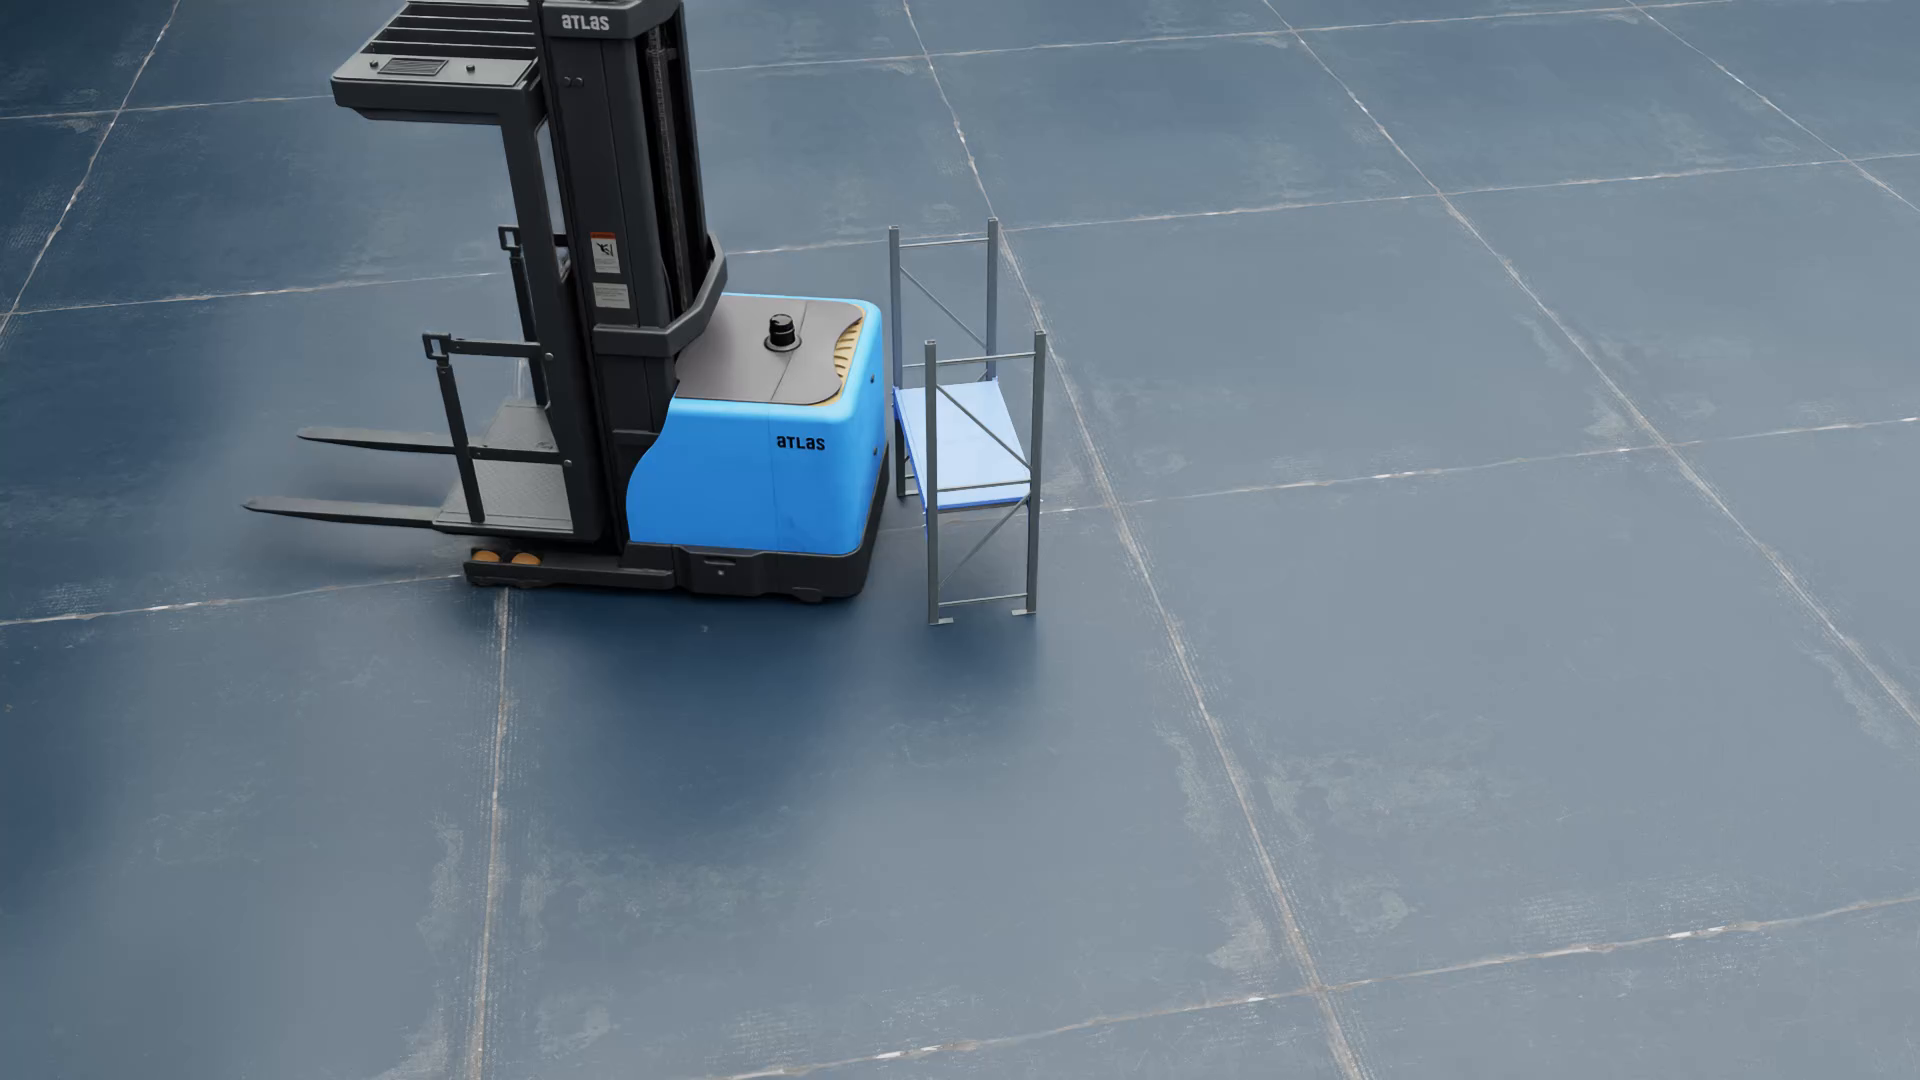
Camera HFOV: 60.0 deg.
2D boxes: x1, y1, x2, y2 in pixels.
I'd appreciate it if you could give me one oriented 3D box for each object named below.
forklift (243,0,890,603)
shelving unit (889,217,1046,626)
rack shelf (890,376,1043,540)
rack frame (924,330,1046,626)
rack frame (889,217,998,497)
[{"bbox_3d":[-1.909,-1.247,7.366,3.031,2.935,1.130,4,38,5],"label":"forklift"},{"bbox_3d":[0.015,-0.541,7.623,0.538,1.500,1.048,-6,38,-8],"label":"shelving unit"},{"bbox_3d":[0.015,-0.399,7.734,0.538,0.185,1.000,-6,38,-8],"label":"rack shelf"},{"bbox_3d":[0.104,-0.234,7.228,0.500,1.500,0.032,-6,38,-8],"label":"rack frame"},{"bbox_3d":[-0.074,-0.848,8.019,0.500,1.500,0.032,-6,38,-8],"label":"rack frame"}]
